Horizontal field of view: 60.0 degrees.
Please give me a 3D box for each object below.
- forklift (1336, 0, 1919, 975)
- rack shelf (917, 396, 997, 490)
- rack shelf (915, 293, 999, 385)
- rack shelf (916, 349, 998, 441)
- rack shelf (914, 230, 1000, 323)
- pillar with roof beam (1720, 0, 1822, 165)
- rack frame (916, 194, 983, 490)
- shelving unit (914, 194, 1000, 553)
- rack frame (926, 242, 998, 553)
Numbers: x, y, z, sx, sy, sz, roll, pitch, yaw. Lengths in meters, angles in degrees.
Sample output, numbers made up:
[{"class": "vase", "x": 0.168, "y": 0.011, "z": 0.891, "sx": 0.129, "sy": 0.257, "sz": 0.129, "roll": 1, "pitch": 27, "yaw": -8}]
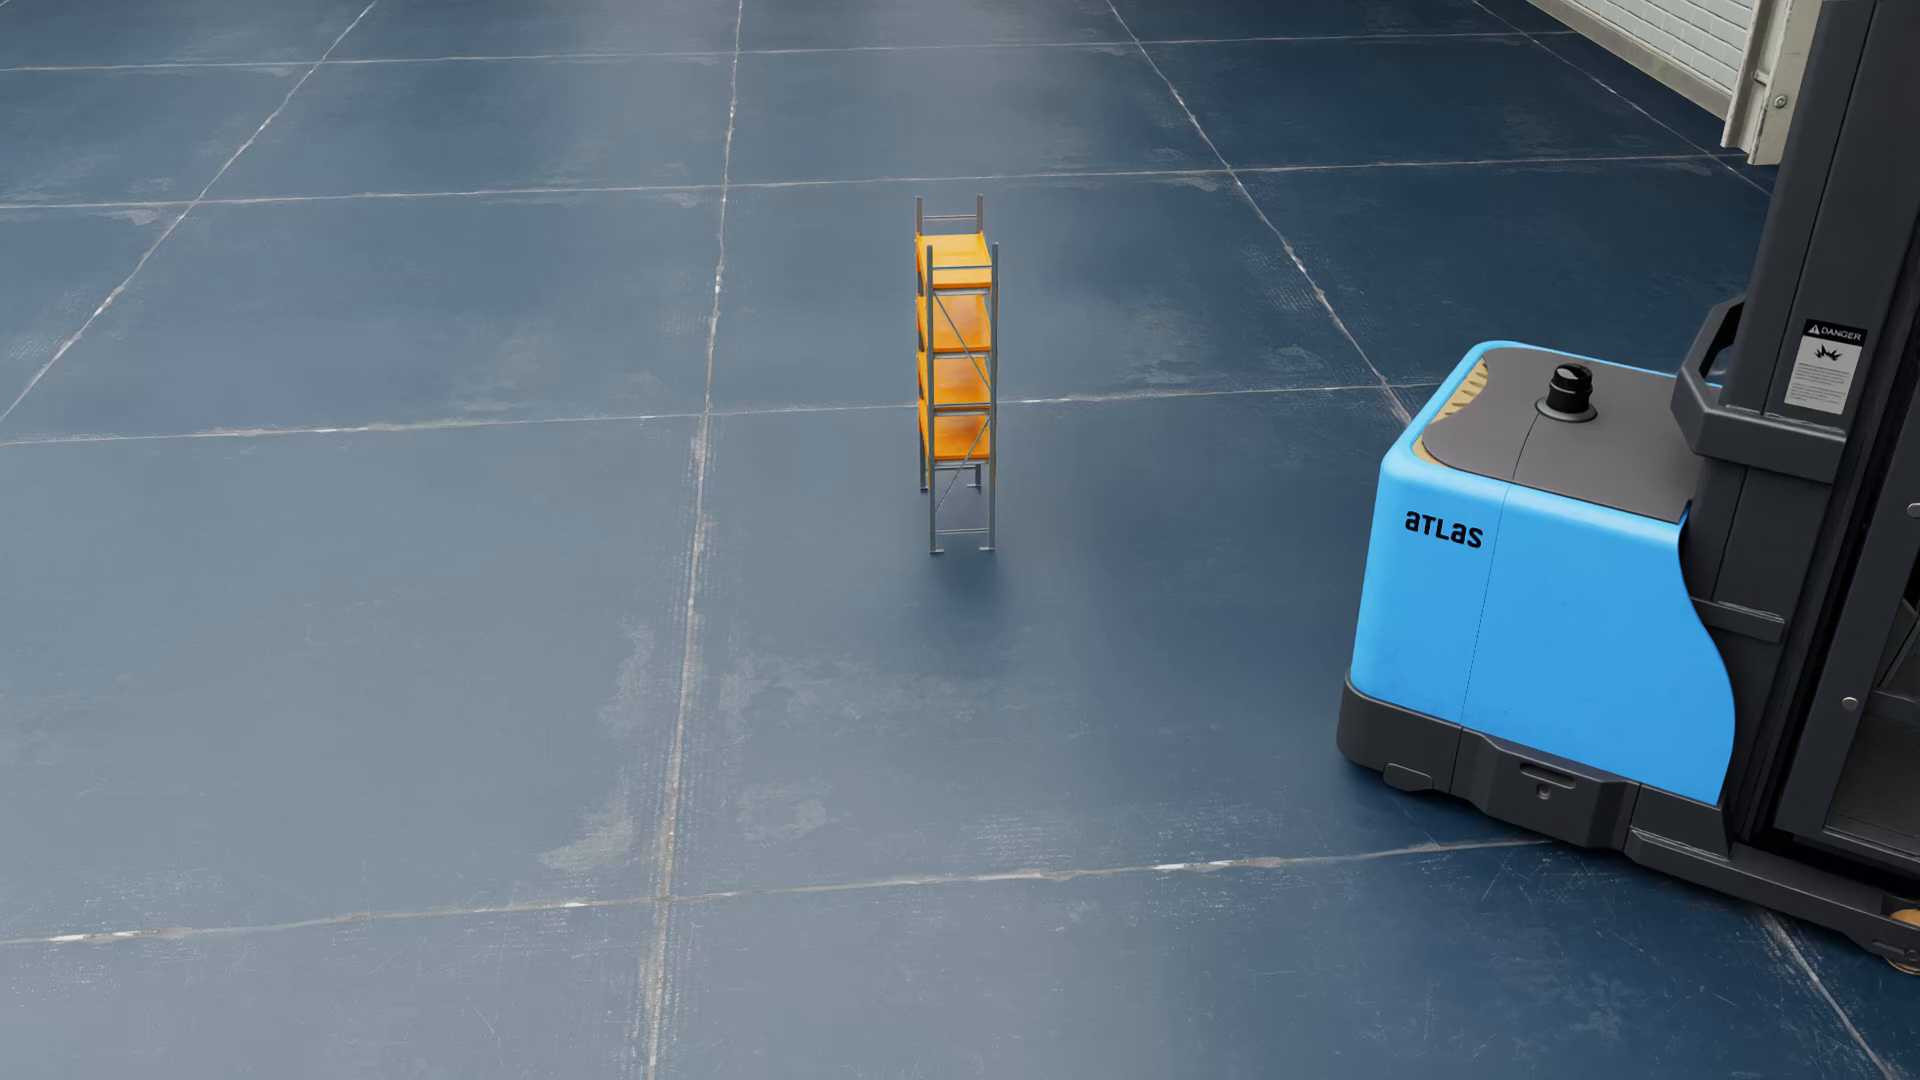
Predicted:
[{"class": "forklift", "x": 2.676, "y": -0.385, "z": 4.036, "sx": 3.031, "sy": 2.935, "sz": 1.130, "roll": 17, "pitch": 35, "yaw": 26}, {"class": "rack shelf", "x": -0.015, "y": -0.371, "z": 6.220, "sx": 0.258, "sy": 0.148, "sz": 0.480, "roll": -3, "pitch": 31, "yaw": -5}, {"class": "rack shelf", "x": -0.015, "y": -0.734, "z": 6.004, "sx": 0.258, "sy": 0.148, "sz": 0.480, "roll": -3, "pitch": 31, "yaw": -5}, {"class": "rack shelf", "x": -0.015, "y": -0.542, "z": 6.118, "sx": 0.258, "sy": 0.148, "sz": 0.480, "roll": -3, "pitch": 31, "yaw": -5}, {"class": "rack shelf", "x": -0.015, "y": -0.937, "z": 5.882, "sx": 0.258, "sy": 0.148, "sz": 0.480, "roll": -3, "pitch": 31, "yaw": -5}, {"class": "pillar with roof beam", "x": 0.630, "y": -6.032, "z": 7.574, "sx": 9.100, "sy": 9.000, "sz": 0.400, "roll": -3, "pitch": 31, "yaw": -5}, {"class": "rack frame", "x": -0.038, "y": -0.724, "z": 6.292, "sx": 0.240, "sy": 1.200, "sz": 0.015, "roll": -3, "pitch": 31, "yaw": -5}, {"class": "shelving unit", "x": -0.015, "y": -0.600, "z": 6.084, "sx": 0.258, "sy": 1.200, "sz": 0.503, "roll": -3, "pitch": 31, "yaw": -5}, {"class": "rack frame", "x": 0.007, "y": -0.475, "z": 5.875, "sx": 0.240, "sy": 1.200, "sz": 0.015, "roll": -3, "pitch": 31, "yaw": -5}]
